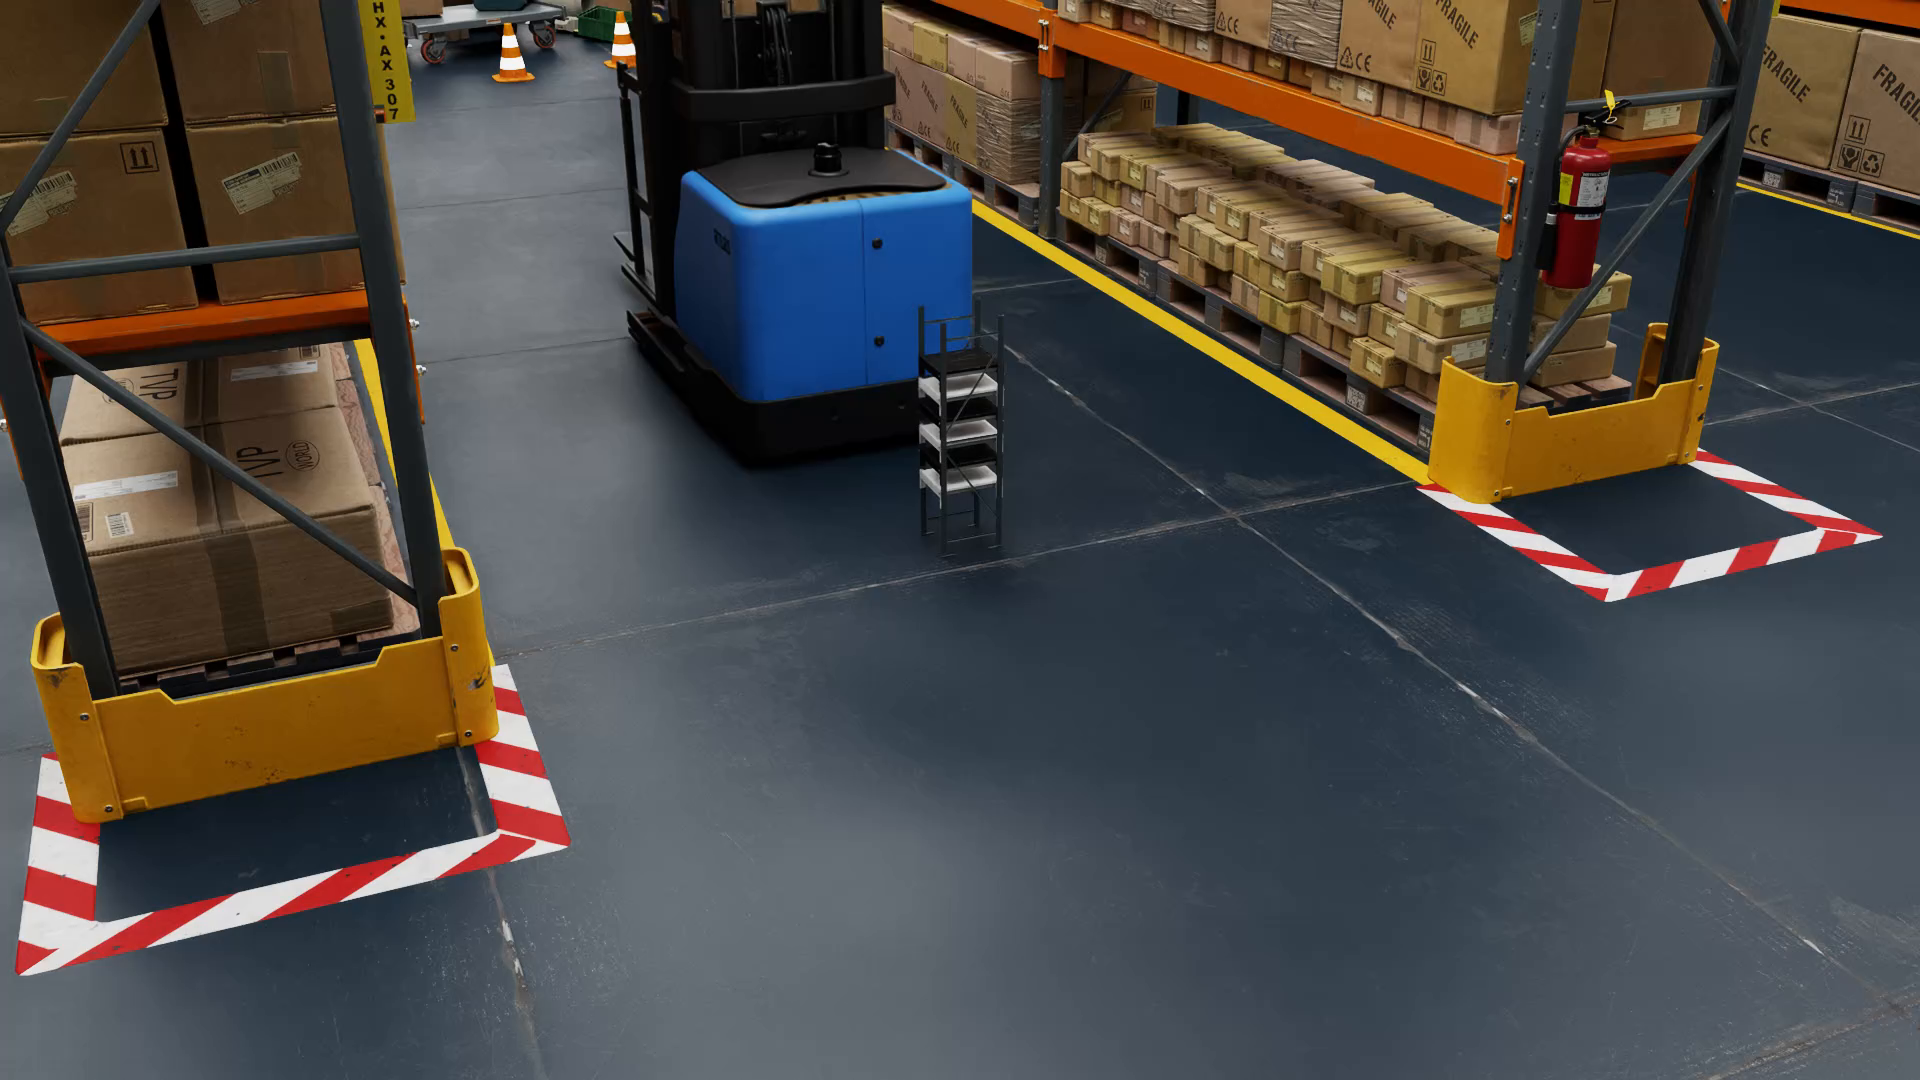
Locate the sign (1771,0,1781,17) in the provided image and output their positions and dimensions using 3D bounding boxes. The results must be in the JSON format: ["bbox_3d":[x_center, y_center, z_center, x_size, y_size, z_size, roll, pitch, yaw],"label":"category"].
[{"bbox_3d":[3.018,-2.101,6.147,0.100,0.325,0.005,-11,28,-21],"label":"sign"}]

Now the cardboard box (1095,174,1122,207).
[{"bbox_3d":[0.982,-1.986,9.331,0.380,0.149,0.250,-10,28,-20],"label":"cardboard box"}]

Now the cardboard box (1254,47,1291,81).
[{"bbox_3d":[1.589,-2.228,7.681,0.380,0.149,0.250,-10,28,-20],"label":"cardboard box"}]

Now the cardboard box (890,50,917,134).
[{"bbox_3d":[-0.166,-3.175,11.705,0.500,0.500,0.500,-11,28,-22],"label":"cardboard box"}]

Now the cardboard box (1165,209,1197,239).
[{"bbox_3d":[1.299,-1.670,8.683,0.380,0.149,0.250,-9,28,-18],"label":"cardboard box"}]

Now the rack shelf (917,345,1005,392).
[{"bbox_3d":[0.003,-0.614,5.942,0.258,0.077,0.200,-11,28,-21],"label":"rack shelf"}]

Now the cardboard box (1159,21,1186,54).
[{"bbox_3d":[1.224,-2.536,8.311,0.380,0.149,0.250,-10,28,-20],"label":"cardboard box"}]

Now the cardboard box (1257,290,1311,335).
[{"bbox_3d":[1.636,-1.100,7.855,0.380,0.149,0.250,-12,28,-23],"label":"cardboard box"}]

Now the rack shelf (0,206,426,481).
[{"bbox_3d":[-2.779,-1.211,6.132,1.077,0.370,4.000,-11,28,-21],"label":"rack shelf"}]

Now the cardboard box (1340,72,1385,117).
[{"bbox_3d":[1.835,-1.893,6.995,0.380,0.149,0.250,-10,28,-19],"label":"cardboard box"}]

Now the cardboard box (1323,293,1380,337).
[{"bbox_3d":[1.844,-1.033,7.379,0.380,0.149,0.250,-12,28,-23],"label":"cardboard box"}]

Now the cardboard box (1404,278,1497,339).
[{"bbox_3d":[2.078,-0.964,6.897,0.380,0.149,0.250,-10,28,-20],"label":"cardboard box"}]

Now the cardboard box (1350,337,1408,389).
[{"bbox_3d":[1.927,-0.789,7.218,0.380,0.149,0.250,-10,28,-19],"label":"cardboard box"}]

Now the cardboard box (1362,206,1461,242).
[{"bbox_3d":[2.154,-1.477,7.949,0.380,0.149,0.250,-9,28,-19],"label":"cardboard box"}]

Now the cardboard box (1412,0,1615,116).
[{"bbox_3d":[2.106,-1.934,6.340,0.500,0.500,0.500,-10,28,-20],"label":"cardboard box"}]

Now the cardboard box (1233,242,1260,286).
[{"bbox_3d":[1.547,-1.347,8.021,0.380,0.149,0.250,-9,27,-18],"label":"cardboard box"}]

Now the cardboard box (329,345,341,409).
[{"bbox_3d":[-3.064,-0.746,6.801,0.875,0.438,0.875,-11,28,-22],"label":"cardboard box"}]

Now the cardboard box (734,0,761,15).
[{"bbox_3d":[-1.480,-5.015,15.189,1.050,0.750,0.750,-11,28,-21],"label":"cardboard box"}]

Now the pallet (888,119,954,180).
[{"bbox_3d":[0.165,-2.787,11.718,1.003,0.211,1.213,-11,28,-21],"label":"pallet"}]

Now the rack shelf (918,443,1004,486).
[{"bbox_3d":[0.003,-0.290,6.100,0.258,0.077,0.200,-11,28,-21],"label":"rack shelf"}]

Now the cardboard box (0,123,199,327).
[{"bbox_3d":[-2.429,-0.921,4.604,0.500,0.500,0.500,-10,28,-20],"label":"cardboard box"}]

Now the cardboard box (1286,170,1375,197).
[{"bbox_3d":[1.910,-1.795,8.601,0.380,0.149,0.250,-12,28,-22],"label":"cardboard box"}]

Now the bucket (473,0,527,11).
[{"bbox_3d":[-4.355,-5.334,15.754,0.726,0.611,0.620,-1,36,-3],"label":"bucket"}]

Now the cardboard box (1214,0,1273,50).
[{"bbox_3d":[1.516,-2.549,7.599,0.500,0.500,0.500,-9,27,-18],"label":"cardboard box"}]

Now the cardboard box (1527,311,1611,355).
[{"bbox_3d":[2.550,-0.915,7.137,0.380,0.149,0.250,-9,28,-18],"label":"cardboard box"}]

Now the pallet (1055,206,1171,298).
[{"bbox_3d":[1.248,-1.715,9.522,1.003,0.211,1.213,-11,28,-21],"label":"pallet"}]

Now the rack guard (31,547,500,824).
[{"bbox_3d":[-1.987,0.406,4.849,1.175,0.500,0.348,-11,28,-21],"label":"rack guard"}]

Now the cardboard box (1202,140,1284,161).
[{"bbox_3d":[1.572,-2.114,9.253,0.380,0.149,0.250,-11,28,-21],"label":"cardboard box"}]

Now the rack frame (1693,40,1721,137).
[{"bbox_3d":[5.556,-4.045,11.115,1.000,3.000,0.127,-11,28,-21],"label":"rack frame"}]

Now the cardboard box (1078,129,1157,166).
[{"bbox_3d":[0.897,-2.233,9.498,0.380,0.149,0.250,-9,28,-19],"label":"cardboard box"}]

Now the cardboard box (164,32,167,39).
[{"bbox_3d":[-3.036,-1.539,5.869,0.500,0.500,0.500,-10,28,-19],"label":"cardboard box"}]

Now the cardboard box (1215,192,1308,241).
[{"bbox_3d":[1.485,-1.598,8.197,0.380,0.149,0.250,-10,28,-20],"label":"cardboard box"}]

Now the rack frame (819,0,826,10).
[{"bbox_3d":[-0.614,-4.848,12.761,1.000,3.000,0.127,-11,28,-21],"label":"rack frame"}]

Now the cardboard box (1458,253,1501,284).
[{"bbox_3d":[2.408,-1.154,7.287,0.380,0.149,0.250,-10,28,-20],"label":"cardboard box"}]

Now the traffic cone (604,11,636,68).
[{"bbox_3d":[-3.045,-4.522,14.984,0.336,0.463,0.334,-11,28,-21],"label":"traffic cone"}]

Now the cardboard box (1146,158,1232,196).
[{"bbox_3d":[1.218,-1.917,8.850,0.380,0.149,0.250,-11,28,-22],"label":"cardboard box"}]

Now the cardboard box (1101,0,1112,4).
[{"bbox_3d":[0.915,-3.169,8.868,0.500,0.500,0.500,-11,28,-22],"label":"cardboard box"}]

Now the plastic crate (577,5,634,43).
[{"bbox_3d":[-3.454,-5.070,16.355,0.450,0.188,0.662,12,27,2],"label":"plastic crate"}]

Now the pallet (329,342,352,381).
[{"bbox_3d":[-3.337,-0.768,7.583,1.003,0.211,1.213,-11,28,-21],"label":"pallet"}]

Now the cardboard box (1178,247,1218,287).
[{"bbox_3d":[1.345,-1.422,8.514,0.380,0.149,0.250,-11,28,-22],"label":"cardboard box"}]

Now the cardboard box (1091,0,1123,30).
[{"bbox_3d":[0.932,-2.858,8.971,0.380,0.149,0.250,-10,28,-19],"label":"cardboard box"}]

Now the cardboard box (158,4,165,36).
[{"bbox_3d":[-3.022,-1.985,5.642,0.500,0.500,0.500,-11,28,-21],"label":"cardboard box"}]

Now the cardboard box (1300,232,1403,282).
[{"bbox_3d":[1.771,-1.273,7.531,0.380,0.149,0.250,-12,28,-23],"label":"cardboard box"}]

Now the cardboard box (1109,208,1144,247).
[{"bbox_3d":[1.049,-1.740,9.165,0.380,0.149,0.250,-11,28,-21],"label":"cardboard box"}]

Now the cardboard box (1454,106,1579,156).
[{"bbox_3d":[2.131,-1.589,6.371,0.380,0.149,0.250,-11,28,-21],"label":"cardboard box"}]

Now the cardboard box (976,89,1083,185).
[{"bbox_3d":[0.431,-2.554,10.433,0.500,0.500,0.500,-11,28,-22],"label":"cardboard box"}]

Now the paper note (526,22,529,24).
[{"bbox_3d":[-4.396,-5.359,17.200,0.172,0.023,0.155,-1,26,-3],"label":"paper note"}]

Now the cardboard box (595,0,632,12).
[{"bbox_3d":[-3.733,-5.791,17.538,0.500,0.500,0.500,-6,27,-12],"label":"cardboard box"}]

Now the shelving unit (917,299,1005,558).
[{"bbox_3d":[0.003,-0.401,6.046,0.258,0.900,0.210,-11,28,-21],"label":"shelving unit"}]

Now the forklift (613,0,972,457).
[{"bbox_3d":[-0.995,-2.274,7.567,1.130,2.935,3.031,-11,28,-21],"label":"forklift"}]

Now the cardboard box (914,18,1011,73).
[{"bbox_3d":[0.019,-3.314,11.134,0.500,0.250,0.500,-12,28,-23],"label":"cardboard box"}]

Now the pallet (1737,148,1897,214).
[{"bbox_3d":[5.782,-2.471,11.071,1.003,0.211,1.213,-11,28,-21],"label":"pallet"}]
